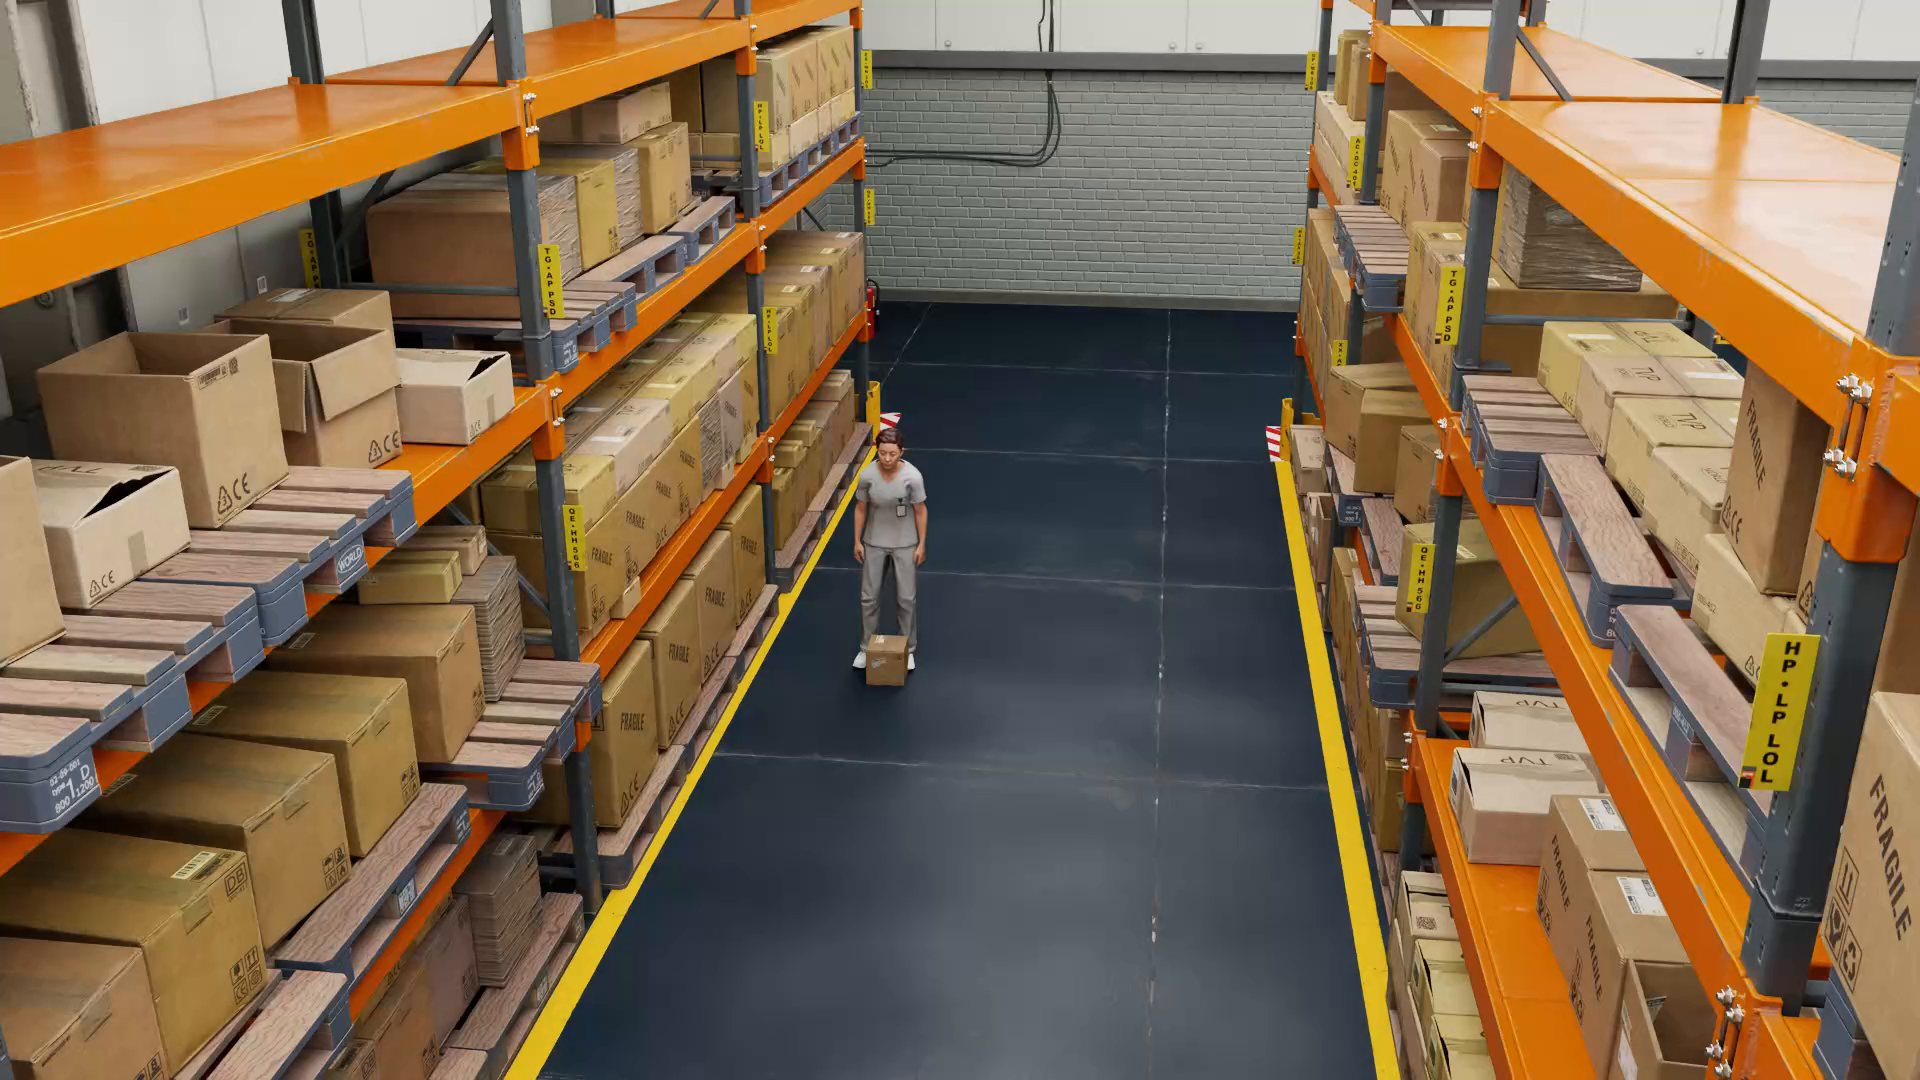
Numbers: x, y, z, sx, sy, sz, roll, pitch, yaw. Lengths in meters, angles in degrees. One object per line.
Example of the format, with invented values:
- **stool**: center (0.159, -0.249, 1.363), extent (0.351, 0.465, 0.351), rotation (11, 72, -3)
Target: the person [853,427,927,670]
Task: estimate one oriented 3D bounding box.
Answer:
- **person**: center (-0.462, 0.043, 10.973), extent (0.490, 1.673, 0.353), rotation (2, 21, 6)
